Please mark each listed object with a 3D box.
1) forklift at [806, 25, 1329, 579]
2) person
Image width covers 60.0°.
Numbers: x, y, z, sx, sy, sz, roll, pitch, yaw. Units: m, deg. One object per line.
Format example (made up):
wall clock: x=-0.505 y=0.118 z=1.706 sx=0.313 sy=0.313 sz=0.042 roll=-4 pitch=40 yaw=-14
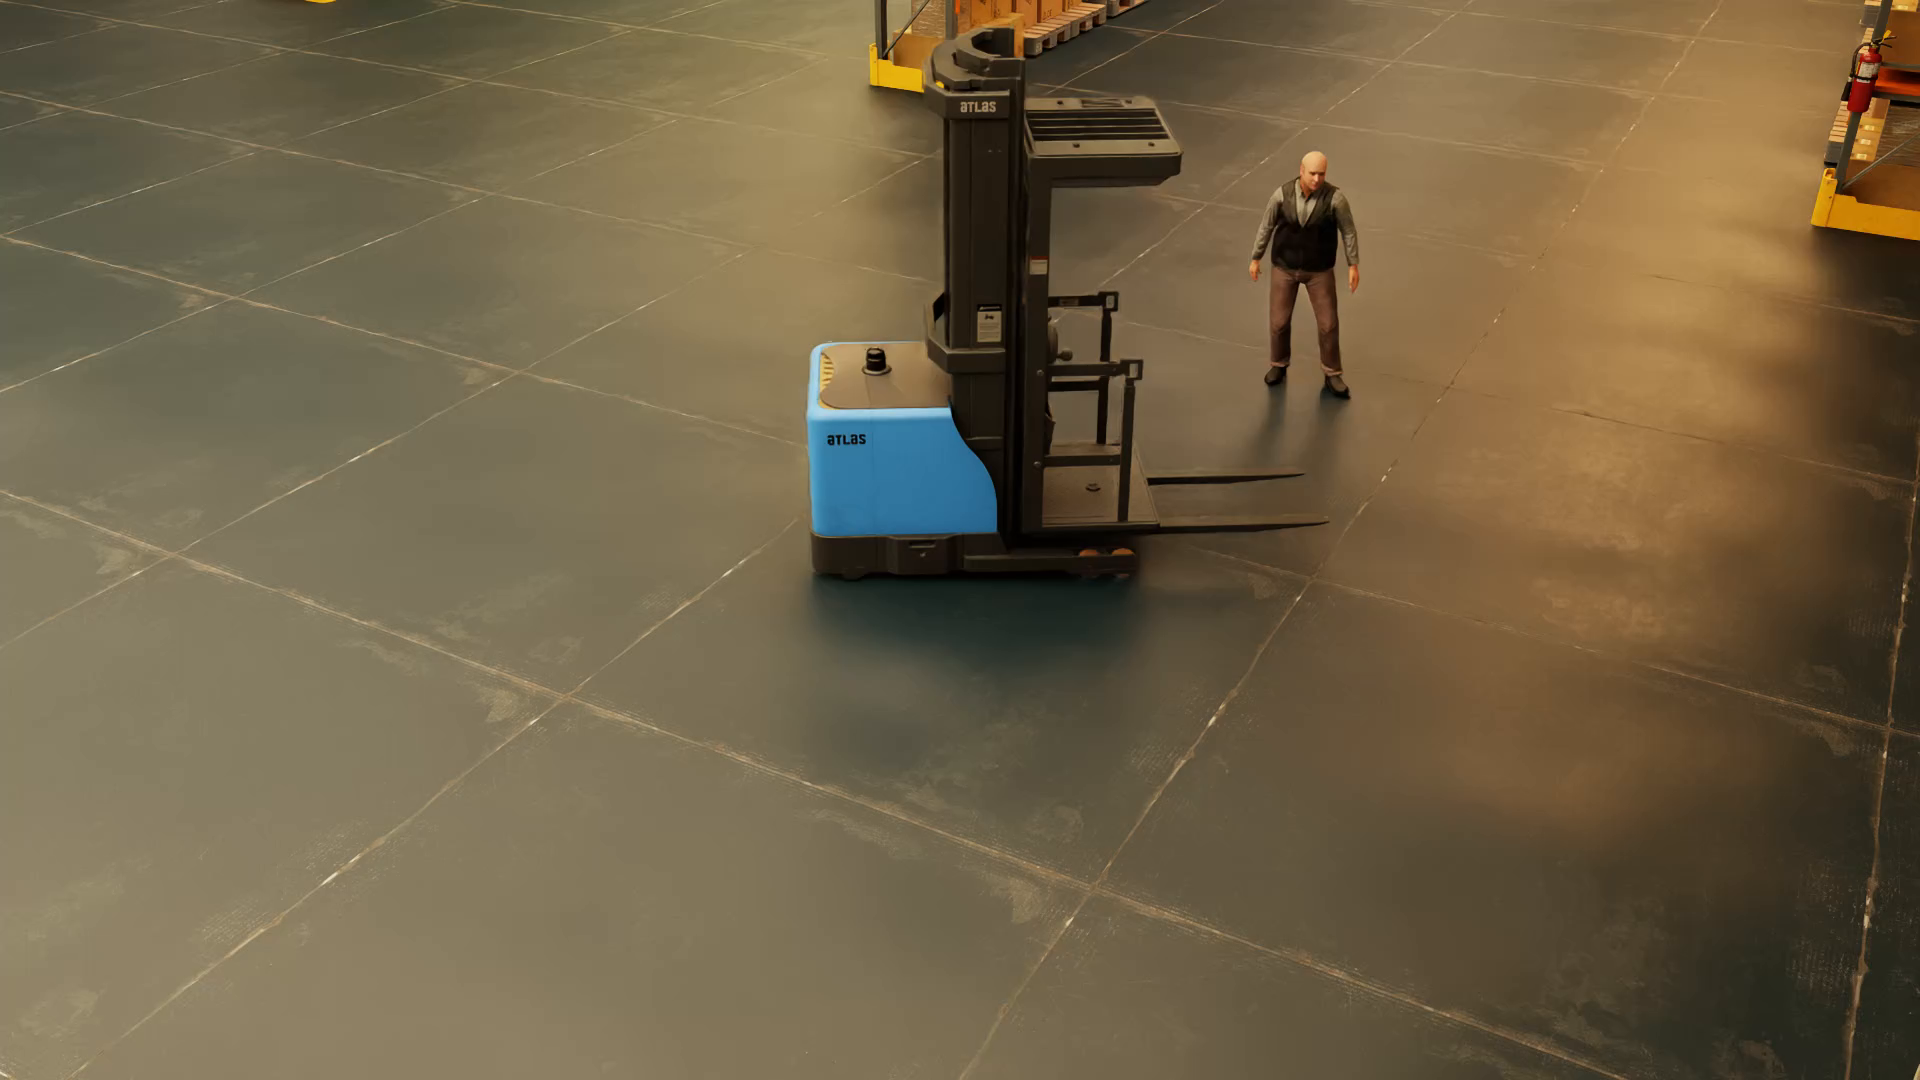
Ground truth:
forklift: x=0.636 y=-1.312 z=9.343 sx=3.031 sy=2.935 sz=1.130 roll=-1 pitch=30 yaw=-3
person: x=2.407 y=-1.880 z=11.566 sx=0.795 sy=1.696 sz=0.395 roll=8 pitch=31 yaw=13
